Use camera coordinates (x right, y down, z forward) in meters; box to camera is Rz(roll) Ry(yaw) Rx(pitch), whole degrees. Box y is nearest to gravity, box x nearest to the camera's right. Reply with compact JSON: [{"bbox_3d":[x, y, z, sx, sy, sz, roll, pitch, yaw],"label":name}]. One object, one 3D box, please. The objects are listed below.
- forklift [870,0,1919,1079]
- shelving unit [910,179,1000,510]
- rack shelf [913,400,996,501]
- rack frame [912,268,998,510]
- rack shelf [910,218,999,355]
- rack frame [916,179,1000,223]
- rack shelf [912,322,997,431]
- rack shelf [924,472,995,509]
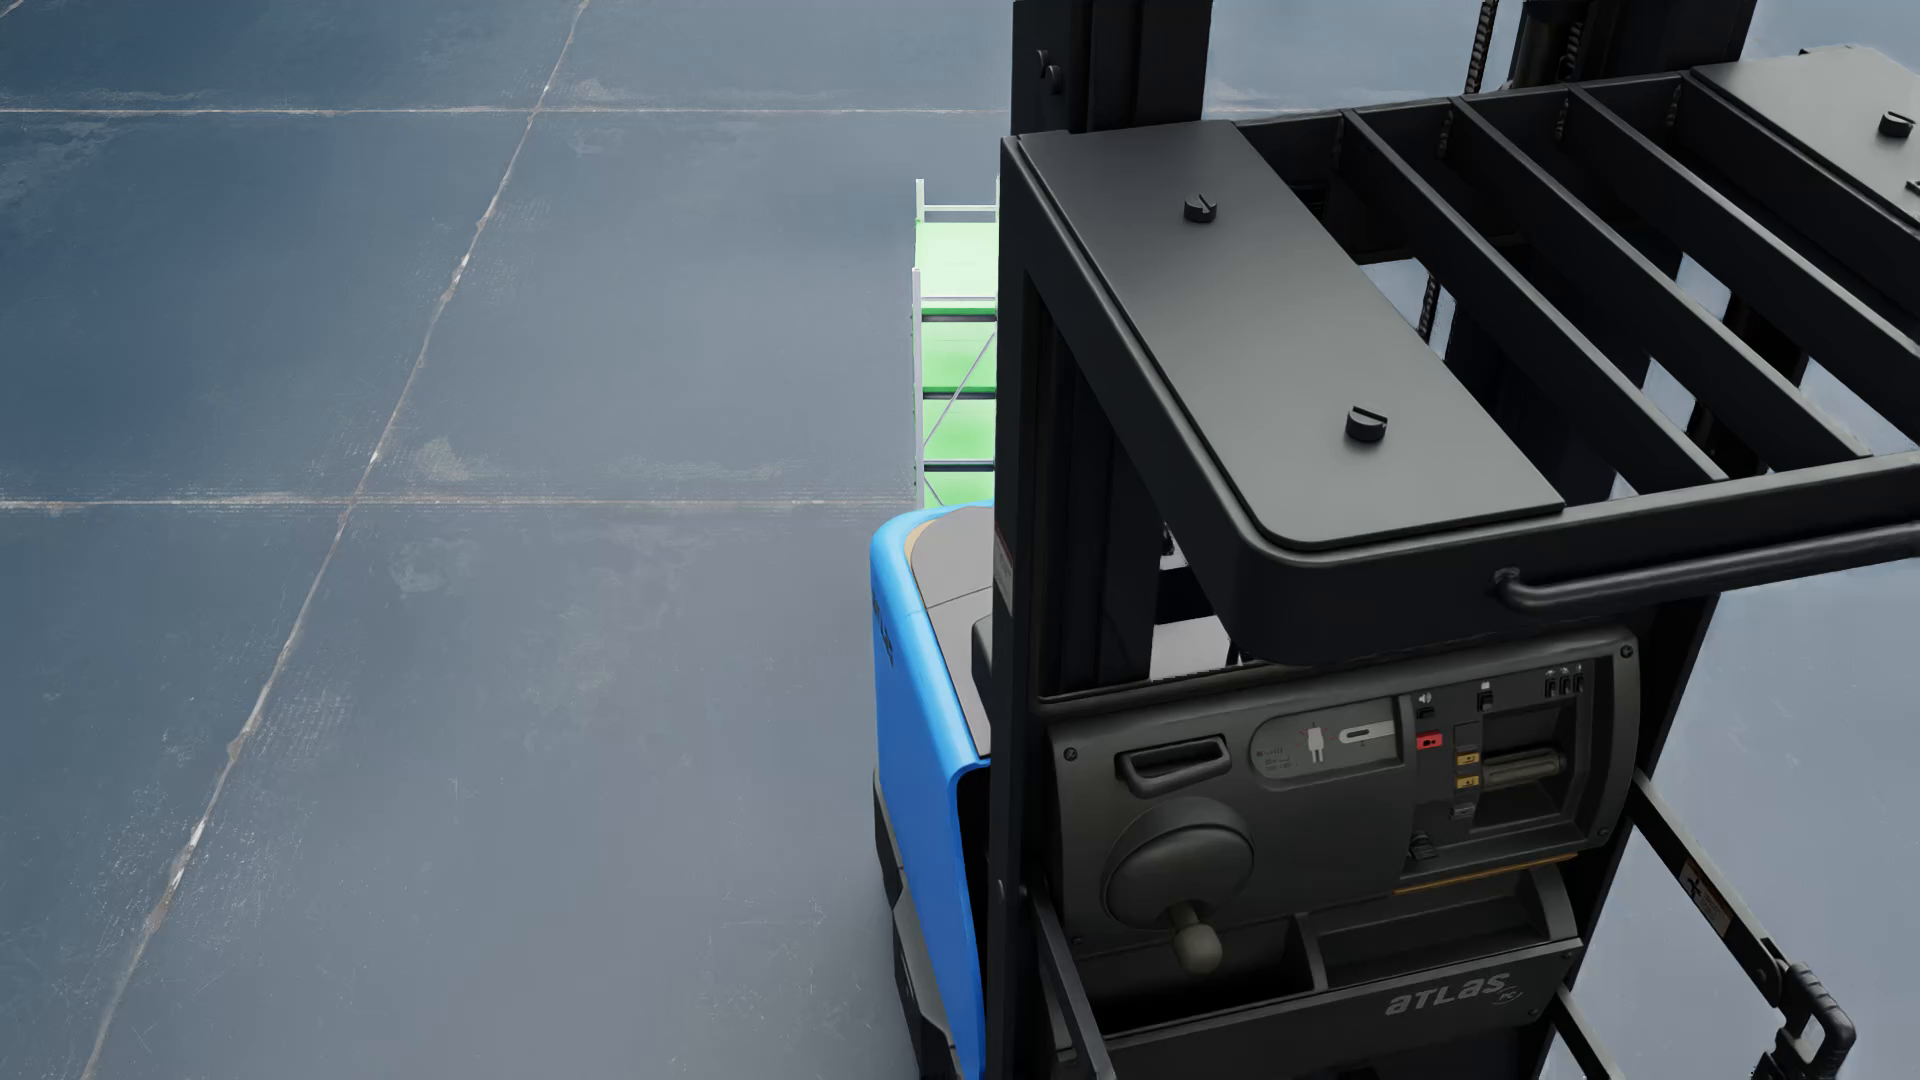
[{"bbox_3d":[0.643,0.462,2.330,1.130,2.935,3.031,-9,40,-11],"label":"forklift"},{"bbox_3d":[0.000,-0.365,4.746,0.258,1.200,0.503,0,39,0],"label":"shelving unit"},{"bbox_3d":[0.000,-0.315,4.786,0.258,0.148,0.480,0,39,0],"label":"rack shelf"},{"bbox_3d":[0.000,-0.212,4.555,0.240,1.200,0.015,0,39,0],"label":"rack frame"},{"bbox_3d":[0.000,-0.689,4.485,0.258,0.148,0.480,0,39,0],"label":"rack shelf"},{"bbox_3d":[0.000,-0.517,4.936,0.240,1.200,0.015,0,39,0],"label":"rack frame"},{"bbox_3d":[0.000,-0.502,4.635,0.258,0.148,0.480,0,39,0],"label":"rack shelf"},{"bbox_3d":[0.000,-0.128,4.936,0.258,0.148,0.480,0,39,0],"label":"rack shelf"}]
